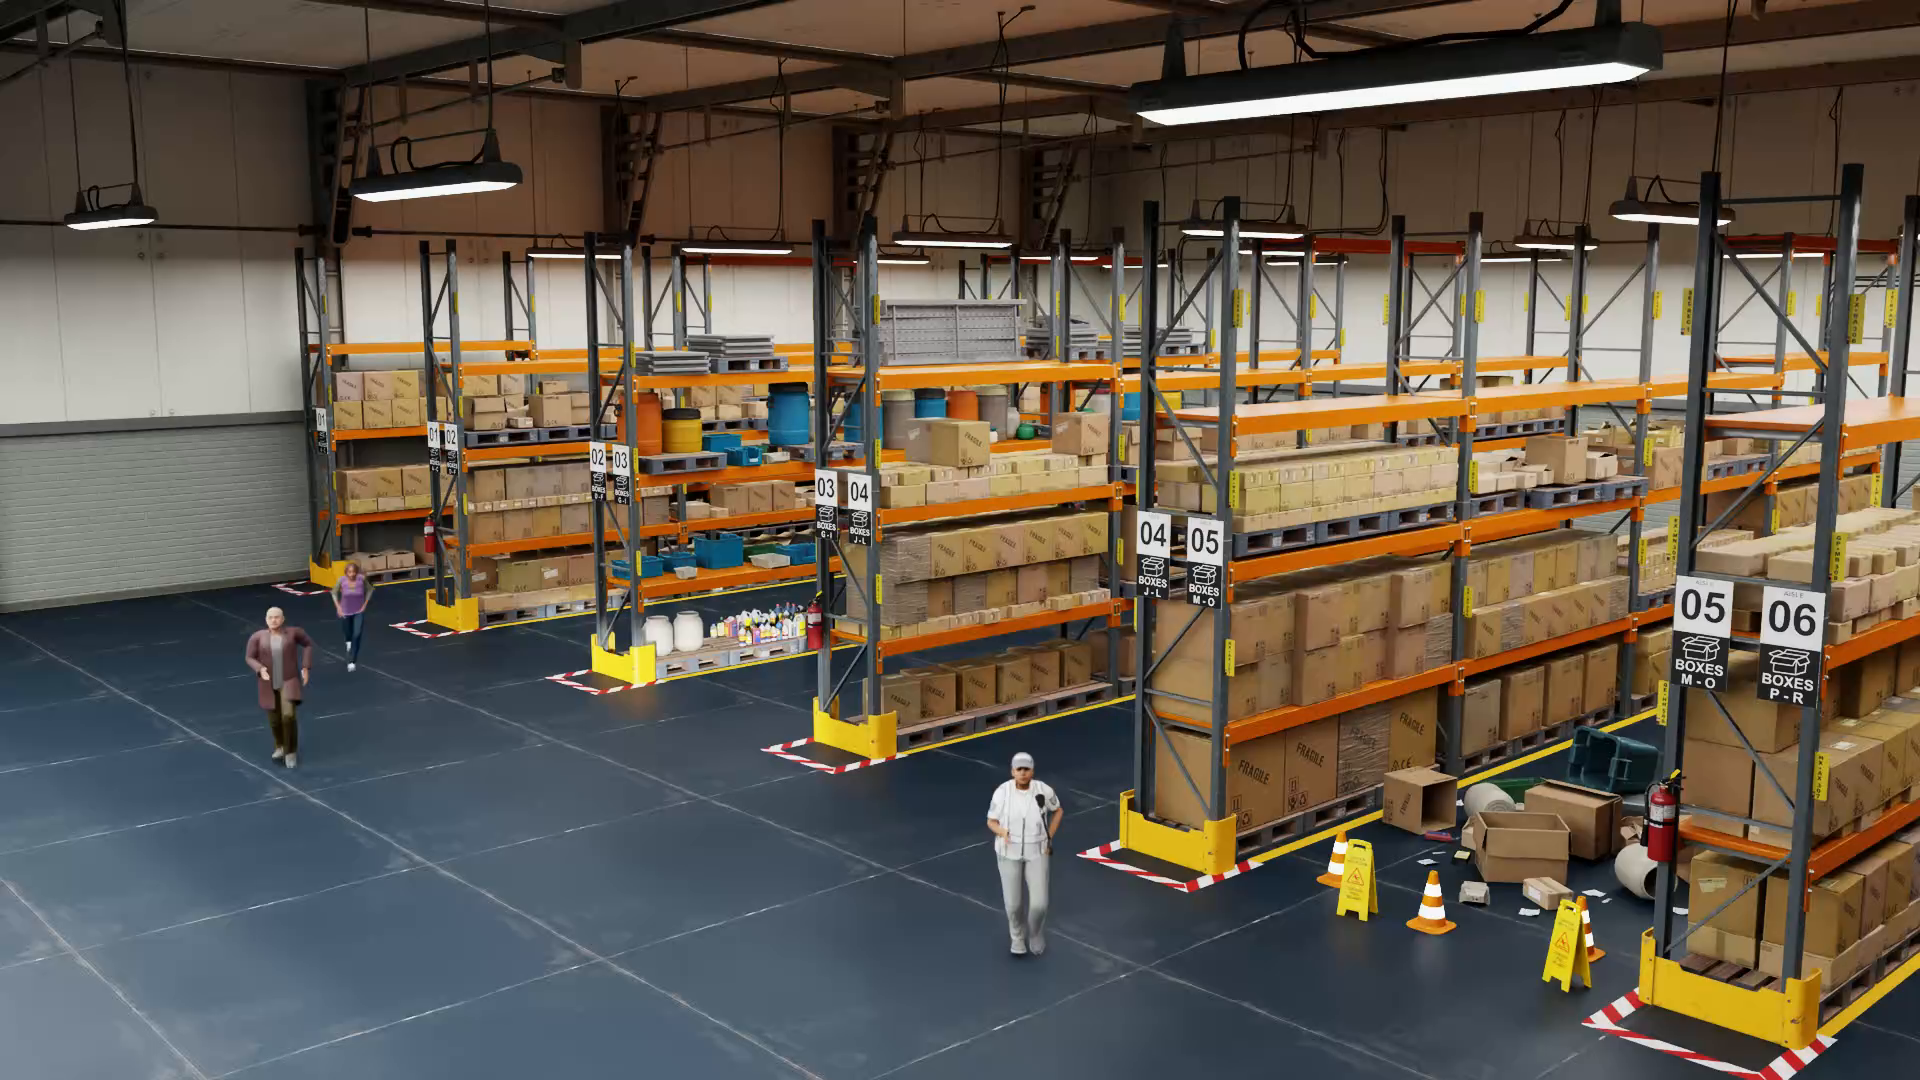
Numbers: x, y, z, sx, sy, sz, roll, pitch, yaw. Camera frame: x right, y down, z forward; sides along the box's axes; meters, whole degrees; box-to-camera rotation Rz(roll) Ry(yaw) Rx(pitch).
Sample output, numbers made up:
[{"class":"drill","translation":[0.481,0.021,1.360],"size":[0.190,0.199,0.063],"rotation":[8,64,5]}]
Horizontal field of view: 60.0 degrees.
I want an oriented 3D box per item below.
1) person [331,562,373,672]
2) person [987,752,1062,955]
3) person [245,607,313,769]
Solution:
[{"class":"person","translation":[-8.500,1.033,23.262],"size":[0.539,1.547,0.818],"rotation":[-4,9,-27]},{"class":"person","translation":[0.505,2.471,12.953],"size":[0.588,1.638,0.576],"rotation":[0,8,2]},{"class":"person","translation":[-7.507,1.629,18.364],"size":[0.679,1.825,0.772],"rotation":[-2,9,-14]}]
